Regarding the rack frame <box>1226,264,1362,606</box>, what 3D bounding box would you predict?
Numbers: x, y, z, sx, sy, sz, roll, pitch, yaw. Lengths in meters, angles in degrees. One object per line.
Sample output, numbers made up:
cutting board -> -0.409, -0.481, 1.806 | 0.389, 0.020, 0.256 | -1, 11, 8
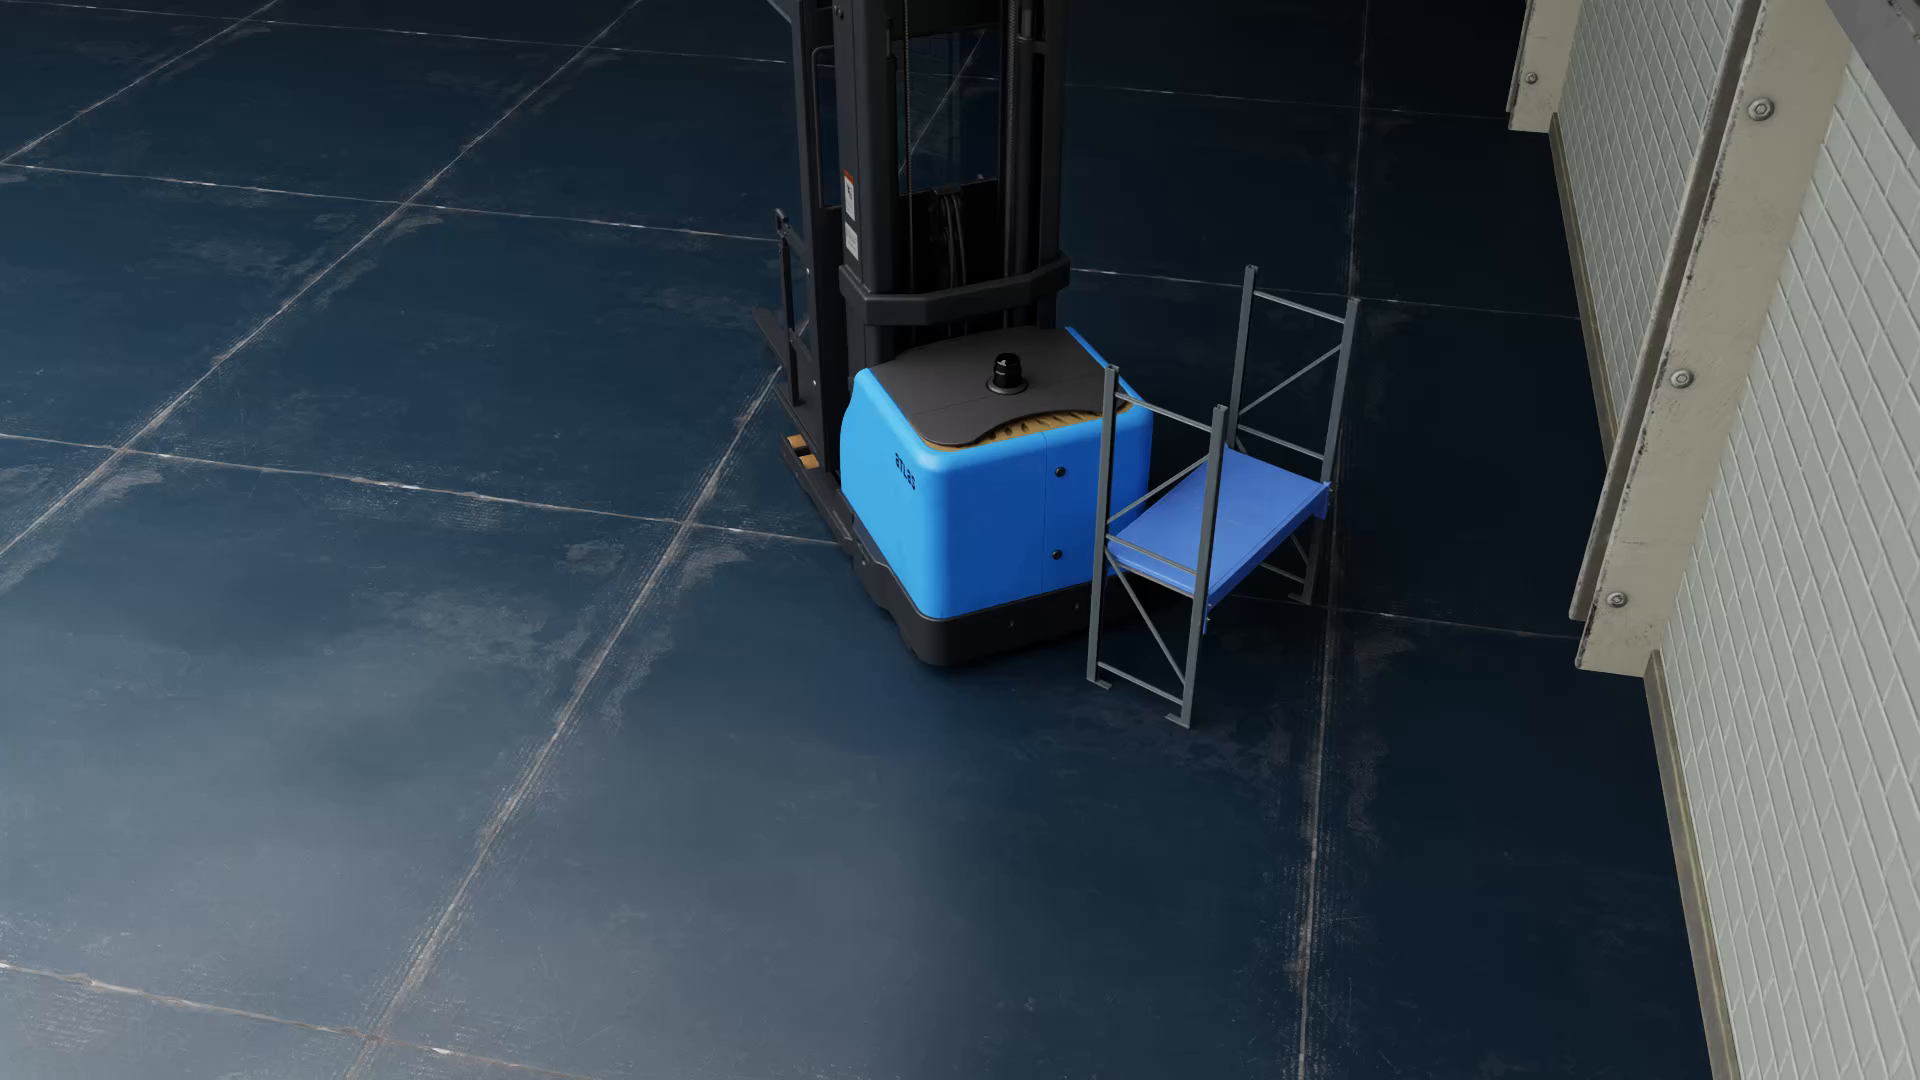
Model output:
rack frame -> 1.359, -0.412, 7.040 | 0.500, 1.500, 0.032 | 25, 43, 30

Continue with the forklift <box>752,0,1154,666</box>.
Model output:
forklift -> -0.241, -1.524, 7.355 | 1.130, 2.935, 3.031 | -14, 38, -18

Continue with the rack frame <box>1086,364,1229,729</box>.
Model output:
rack frame -> 0.735, 0.059, 6.390 | 0.500, 1.500, 0.032 | 25, 43, 30

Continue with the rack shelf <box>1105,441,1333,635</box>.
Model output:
rack shelf -> 1.047, -0.031, 6.821 | 0.538, 0.185, 1.000 | 25, 43, 30

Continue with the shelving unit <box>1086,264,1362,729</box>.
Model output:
shelving unit -> 1.047, -0.177, 6.715 | 0.538, 1.500, 1.048 | 25, 43, 30

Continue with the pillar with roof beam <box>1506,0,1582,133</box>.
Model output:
pillar with roof beam -> -0.137, -7.177, 9.985 | 9.100, 9.000, 0.400 | 7, 37, 10

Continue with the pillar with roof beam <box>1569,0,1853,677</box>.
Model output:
pillar with roof beam -> -1.418, -3.737, 5.239 | 9.100, 9.000, 0.400 | 7, 37, 10
